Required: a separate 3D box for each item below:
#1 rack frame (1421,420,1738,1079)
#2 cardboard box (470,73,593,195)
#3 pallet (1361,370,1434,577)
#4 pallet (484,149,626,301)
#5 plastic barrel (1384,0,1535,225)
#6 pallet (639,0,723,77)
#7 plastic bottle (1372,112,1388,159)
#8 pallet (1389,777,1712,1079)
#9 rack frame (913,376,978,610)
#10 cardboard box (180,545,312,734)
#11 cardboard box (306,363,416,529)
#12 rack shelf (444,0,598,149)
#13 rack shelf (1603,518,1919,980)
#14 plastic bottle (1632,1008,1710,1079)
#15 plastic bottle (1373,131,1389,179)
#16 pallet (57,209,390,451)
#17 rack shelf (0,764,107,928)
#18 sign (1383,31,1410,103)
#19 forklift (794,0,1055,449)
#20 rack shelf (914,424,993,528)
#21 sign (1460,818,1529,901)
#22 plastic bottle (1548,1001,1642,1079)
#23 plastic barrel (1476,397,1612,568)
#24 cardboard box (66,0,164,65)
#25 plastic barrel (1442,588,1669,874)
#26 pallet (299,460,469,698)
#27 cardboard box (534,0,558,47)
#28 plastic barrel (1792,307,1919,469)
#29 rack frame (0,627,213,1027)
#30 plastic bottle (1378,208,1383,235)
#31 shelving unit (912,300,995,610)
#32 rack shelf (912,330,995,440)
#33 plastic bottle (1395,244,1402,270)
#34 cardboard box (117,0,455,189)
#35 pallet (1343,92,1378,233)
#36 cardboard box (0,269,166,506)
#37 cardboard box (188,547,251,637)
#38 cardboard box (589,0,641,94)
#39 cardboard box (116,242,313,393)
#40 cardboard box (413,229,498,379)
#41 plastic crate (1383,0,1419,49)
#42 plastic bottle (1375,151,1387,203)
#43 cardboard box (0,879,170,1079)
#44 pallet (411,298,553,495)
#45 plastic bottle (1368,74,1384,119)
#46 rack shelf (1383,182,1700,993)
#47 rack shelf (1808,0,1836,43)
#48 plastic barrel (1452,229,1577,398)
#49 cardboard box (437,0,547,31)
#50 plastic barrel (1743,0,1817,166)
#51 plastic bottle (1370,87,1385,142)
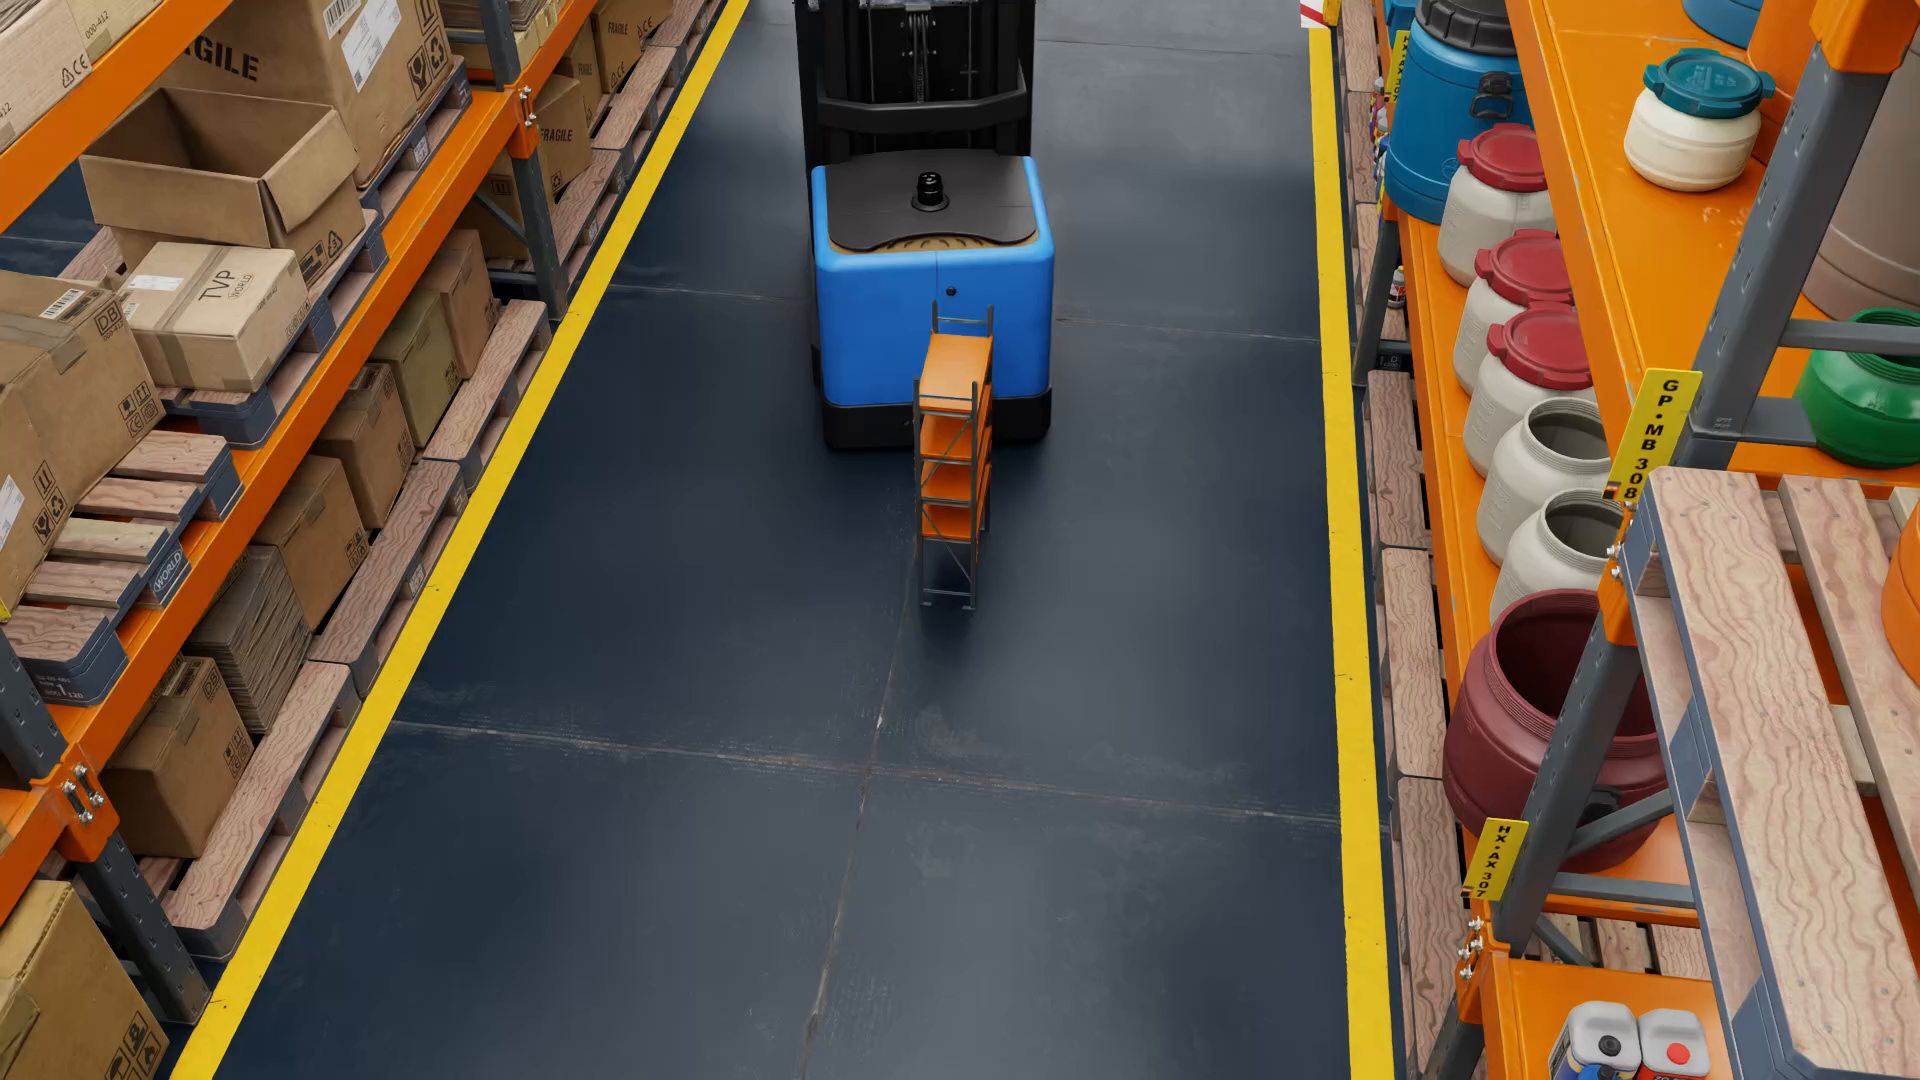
[{"bbox_3d":[1.872,0.900,4.140,1.000,3.000,0.127,5,44,6],"label":"rack frame"},{"bbox_3d":[-2.348,-2.181,8.906,0.500,0.500,0.500,19,46,19],"label":"cardboard box"},{"bbox_3d":[2.335,-0.274,7.409,1.003,0.211,1.213,5,44,6],"label":"pallet"},{"bbox_3d":[-2.455,-1.724,8.940,1.003,0.211,1.213,5,44,6],"label":"pallet"},{"bbox_3d":[2.049,-1.772,6.597,0.600,0.901,0.708,5,44,6],"label":"plastic barrel"},{"bbox_3d":[-2.133,-3.387,10.696,1.003,0.211,1.213,5,44,6],"label":"pallet"},{"bbox_3d":[2.322,-2.212,9.091,0.097,0.271,0.097,0,43,0],"label":"plastic bottle"},{"bbox_3d":[2.013,1.388,5.652,1.003,0.211,1.213,5,44,6],"label":"pallet"},{"bbox_3d":[-0.054,-0.157,6.565,0.240,1.200,0.015,5,44,6],"label":"rack frame"},{"bbox_3d":[-2.908,0.360,6.208,0.700,0.500,0.500,2,43,2],"label":"cardboard box"},{"bbox_3d":[-2.767,-0.407,7.018,0.700,0.500,0.500,2,43,2],"label":"cardboard box"},{"bbox_3d":[-2.245,-3.378,9.181,1.077,0.370,4.000,5,44,6],"label":"rack shelf"},{"bbox_3d":[1.607,1.435,1.916,1.077,0.370,4.000,5,44,6],"label":"rack shelf"},{"bbox_3d":[1.645,1.225,3.887,0.152,0.276,0.135,5,44,6],"label":"plastic bottle"},{"bbox_3d":[2.295,-2.074,8.945,0.097,0.271,0.097,0,43,0],"label":"plastic bottle"},{"bbox_3d":[-2.817,-0.833,6.110,1.003,0.211,1.213,5,44,6],"label":"pallet"},{"bbox_3d":[-3.302,2.074,3.423,1.077,0.370,4.000,5,44,6],"label":"rack shelf"},{"bbox_3d":[1.857,-1.984,6.984,0.100,0.325,0.005,5,44,6],"label":"sign"},{"bbox_3d":[-0.225,-2.492,7.772,1.130,2.935,3.031,-3,44,-4],"label":"forklift"},{"bbox_3d":[-0.022,-0.274,6.787,0.258,0.148,0.480,5,44,6],"label":"rack shelf"},{"bbox_3d":[1.325,0.796,4.131,0.100,0.325,0.005,5,44,6],"label":"sign"},{"bbox_3d":[1.494,1.211,3.902,0.152,0.276,0.135,5,44,6],"label":"plastic bottle"},{"bbox_3d":[1.852,-0.148,5.165,0.421,0.512,0.421,0,43,0],"label":"plastic barrel"},{"bbox_3d":[-2.597,-1.583,4.690,0.500,0.250,0.500,6,44,6],"label":"cardboard box"},{"bbox_3d":[1.633,0.507,4.456,0.600,0.536,0.708,5,44,6],"label":"plastic barrel"},{"bbox_3d":[-2.769,0.101,7.012,1.003,0.211,1.213,5,44,6],"label":"pallet"},{"bbox_3d":[-2.136,-2.473,7.885,0.380,0.149,0.250,5,44,6],"label":"cardboard box"},{"bbox_3d":[1.854,-0.305,3.344,0.294,0.245,0.294,0,43,0],"label":"plastic barrel"},{"bbox_3d":[-3.038,0.450,4.615,1.000,3.000,0.127,5,44,6],"label":"rack frame"},{"bbox_3d":[2.206,-1.710,8.552,0.061,0.283,0.133,8,44,8],"label":"plastic bottle"},{"bbox_3d":[-0.022,-0.323,6.741,0.258,1.200,0.503,5,44,6],"label":"shelving unit"},{"bbox_3d":[-0.022,-0.608,6.470,0.258,0.148,0.480,5,44,6],"label":"rack shelf"},{"bbox_3d":[2.137,-1.357,8.179,0.061,0.283,0.133,7,44,8],"label":"plastic bottle"},{"bbox_3d":[-2.753,-2.118,6.585,1.000,1.000,1.000,6,44,6],"label":"cardboard box"},{"bbox_3d":[2.689,-2.101,9.337,1.003,0.211,1.213,5,44,6],"label":"pallet"},{"bbox_3d":[-3.031,-0.500,5.240,0.700,0.500,0.500,11,45,12],"label":"cardboard box"},{"bbox_3d":[-2.919,0.104,5.933,0.500,0.250,0.500,10,44,10],"label":"cardboard box"},{"bbox_3d":[-2.226,-2.987,9.758,0.500,0.500,0.500,9,44,9],"label":"cardboard box"},{"bbox_3d":[-2.588,-0.769,5.707,0.500,0.250,0.500,4,44,4],"label":"cardboard box"},{"bbox_3d":[-2.611,-1.112,7.763,0.700,0.500,0.500,2,43,2],"label":"cardboard box"},{"bbox_3d":[2.278,-2.551,7.892,0.499,0.251,0.616,5,44,6],"label":"plastic crate"},{"bbox_3d":[2.293,-1.923,8.782,0.152,0.276,0.135,6,44,6],"label":"plastic bottle"},{"bbox_3d":[-3.150,1.538,4.707,1.225,0.875,0.875,3,44,4],"label":"cardboard box"},{"bbox_3d":[-2.610,-0.733,7.892,1.003,0.211,1.213,5,44,6],"label":"pallet"},{"bbox_3d":[2.381,-2.514,9.410,0.097,0.271,0.097,0,43,0],"label":"plastic bottle"},{"bbox_3d":[2.136,-0.201,5.827,1.077,0.370,4.000,5,44,6],"label":"rack shelf"},{"bbox_3d":[2.136,-2.235,3.901,1.077,0.370,4.000,5,44,6],"label":"rack shelf"},{"bbox_3d":[1.960,-0.743,5.776,0.433,0.535,0.433,0,43,0],"label":"plastic barrel"},{"bbox_3d":[-2.388,-2.721,7.676,0.875,0.500,0.500,5,44,6],"label":"cardboard box"},{"bbox_3d":[2.282,-1.331,4.002,0.600,0.830,0.708,5,44,6],"label":"plastic barrel"},{"bbox_3d":[2.333,-2.365,9.244,0.061,0.283,0.133,6,44,6],"label":"plastic bottle"}]
